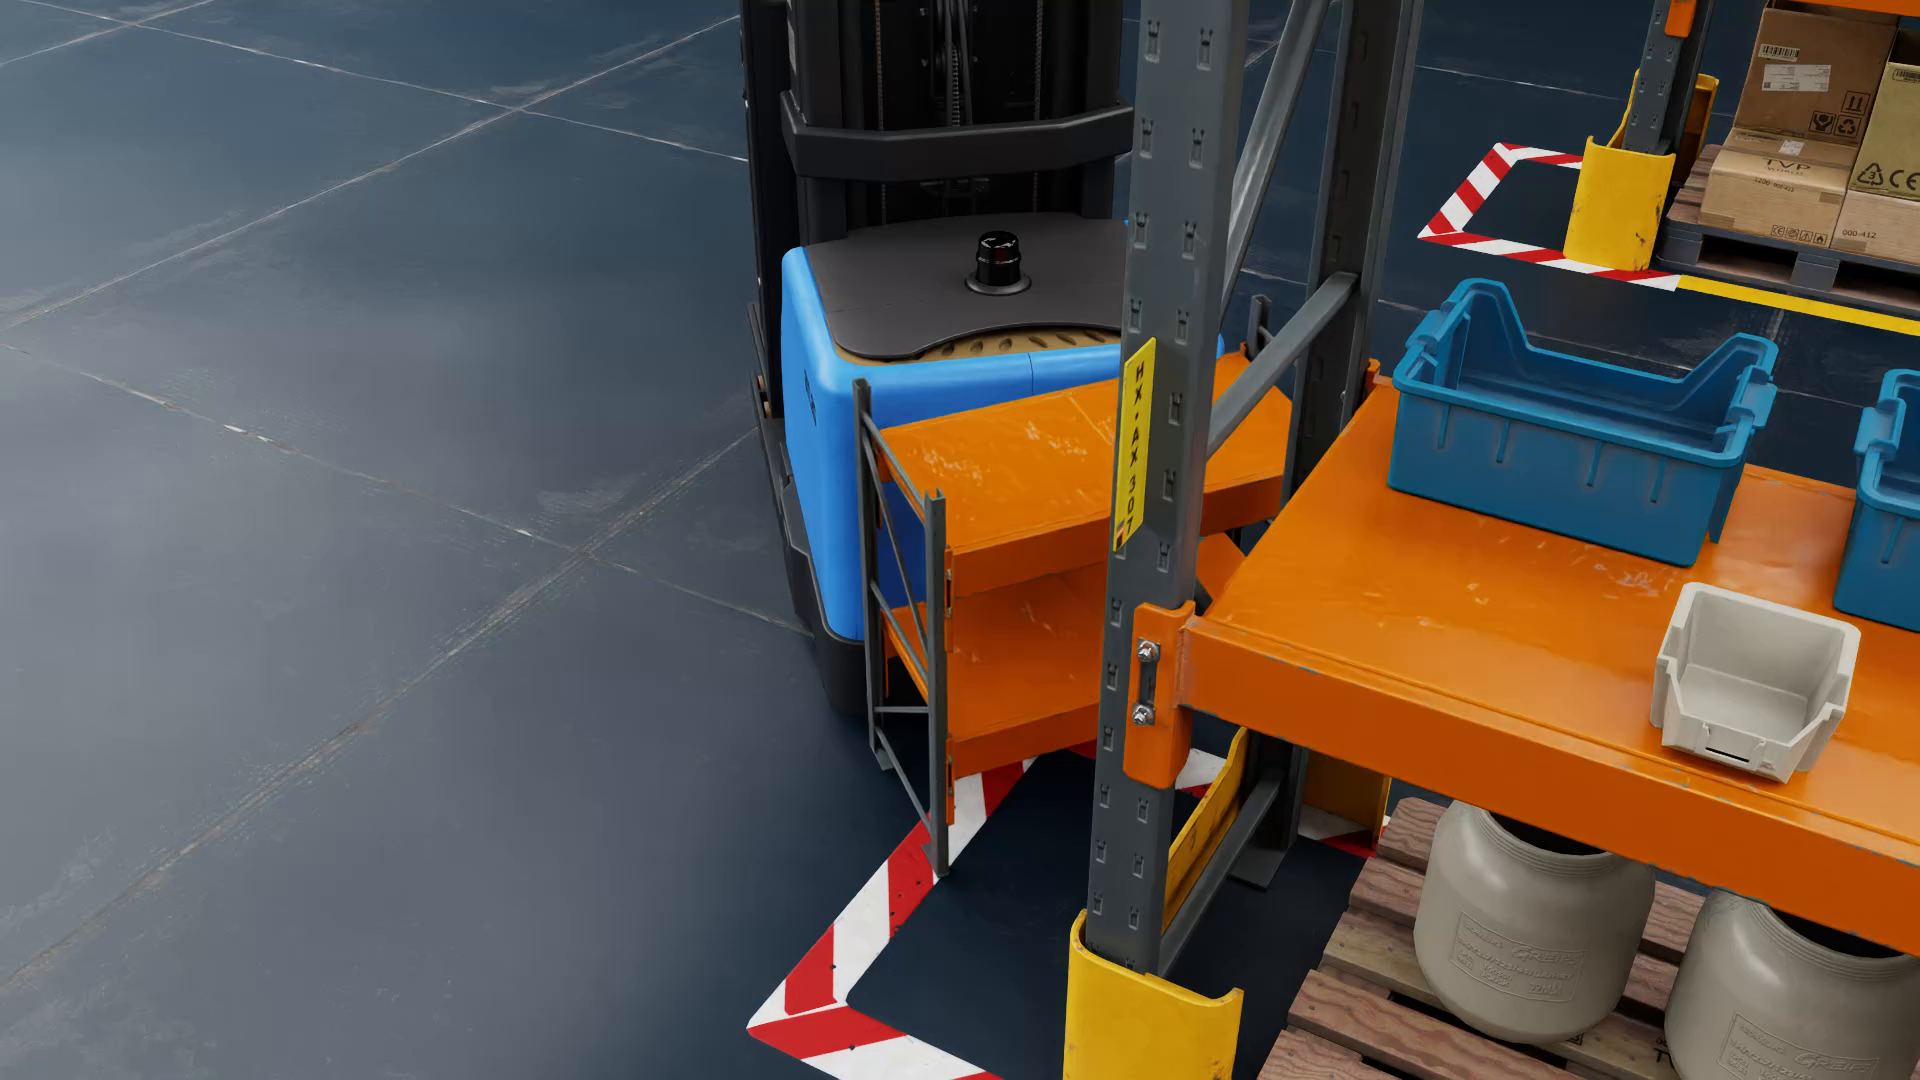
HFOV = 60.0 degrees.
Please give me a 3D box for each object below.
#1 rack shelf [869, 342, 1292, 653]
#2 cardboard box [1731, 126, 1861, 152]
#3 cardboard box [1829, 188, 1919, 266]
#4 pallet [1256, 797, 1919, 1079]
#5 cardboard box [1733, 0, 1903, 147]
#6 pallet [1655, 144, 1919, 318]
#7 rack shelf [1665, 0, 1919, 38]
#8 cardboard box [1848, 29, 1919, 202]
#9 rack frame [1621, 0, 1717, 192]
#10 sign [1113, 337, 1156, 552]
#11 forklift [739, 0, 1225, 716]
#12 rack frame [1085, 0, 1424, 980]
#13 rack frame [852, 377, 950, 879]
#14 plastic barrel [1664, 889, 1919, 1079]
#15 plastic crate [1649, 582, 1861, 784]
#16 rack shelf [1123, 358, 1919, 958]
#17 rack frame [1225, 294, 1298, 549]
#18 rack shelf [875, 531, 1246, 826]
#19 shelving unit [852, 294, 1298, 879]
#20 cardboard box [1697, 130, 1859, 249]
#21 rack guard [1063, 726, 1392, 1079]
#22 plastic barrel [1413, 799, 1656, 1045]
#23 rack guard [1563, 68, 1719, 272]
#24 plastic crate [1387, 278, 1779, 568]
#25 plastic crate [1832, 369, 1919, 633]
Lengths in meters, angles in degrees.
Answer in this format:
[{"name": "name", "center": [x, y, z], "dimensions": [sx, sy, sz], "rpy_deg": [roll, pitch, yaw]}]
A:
[{"name": "rack shelf", "center": [0.338, -0.122, 3.840], "dimensions": [1.000, 0.278, 0.538], "rpy_deg": [-14, 39, -17]}, {"name": "cardboard box", "center": [3.612, -1.696, 7.192], "dimensions": [0.500, 0.250, 0.500], "rpy_deg": [18, 37, 24]}, {"name": "cardboard box", "center": [3.791, -1.311, 6.614], "dimensions": [0.500, 0.250, 0.500], "rpy_deg": [18, 37, 24]}, {"name": "pallet", "center": [1.331, 1.097, 3.413], "dimensions": [1.213, 0.211, 1.003], "rpy_deg": [18, 37, 24]}, {"name": "cardboard box", "center": [3.613, -2.009, 6.986], "dimensions": [0.500, 0.500, 0.500], "rpy_deg": [18, 37, 24]}, {"name": "pallet", "center": [3.685, -1.320, 7.042], "dimensions": [1.213, 0.211, 1.003], "rpy_deg": [18, 37, 24]}, {"name": "rack shelf", "center": [4.736, -1.821, 5.928], "dimensions": [4.000, 0.370, 1.077], "rpy_deg": [18, 37, 24]}, {"name": "cardboard box", "center": [3.790, -1.622, 6.405], "dimensions": [0.500, 0.500, 0.500], "rpy_deg": [18, 37, 24]}, {"name": "rack frame", "center": [3.000, -2.671, 6.555], "dimensions": [0.127, 3.000, 1.000], "rpy_deg": [18, 37, 24]}, {"name": "sign", "center": [0.262, -0.140, 2.504], "dimensions": [0.005, 0.325, 0.100], "rpy_deg": [18, 37, 24]}, {"name": "forklift", "center": [-0.125, -1.562, 4.951], "dimensions": [1.130, 2.935, 3.031], "rpy_deg": [-6, 34, -10]}, {"name": "rack frame", "center": [0.539, -0.288, 2.977], "dimensions": [0.127, 3.000, 1.000], "rpy_deg": [18, 37, 24]}, {"name": "rack frame", "center": [-0.134, 0.226, 3.867], "dimensions": [0.032, 1.125, 0.500], "rpy_deg": [-14, 39, -17]}, {"name": "plastic barrel", "center": [1.583, 0.854, 3.126], "dimensions": [0.421, 0.512, 0.421], "rpy_deg": [0, 34, 0]}, {"name": "plastic crate", "center": [1.156, 0.222, 2.448], "dimensions": [0.250, 0.136, 0.298], "rpy_deg": [18, 37, 24]}, {"name": "rack shelf", "center": [2.275, 0.561, 2.350], "dimensions": [4.000, 0.370, 1.077], "rpy_deg": [18, 37, 24]}, {"name": "rack frame", "center": [0.810, -0.004, 4.166], "dimensions": [0.032, 1.125, 0.500], "rpy_deg": [-14, 39, -17]}, {"name": "rack shelf", "center": [0.339, 0.306, 4.164], "dimensions": [1.000, 0.278, 0.538], "rpy_deg": [-14, 39, -17]}, {"name": "shelving unit", "center": [0.338, 0.111, 4.017], "dimensions": [1.048, 1.125, 0.538], "rpy_deg": [-14, 39, -17]}, {"name": "cardboard box", "center": [3.355, -1.447, 6.818], "dimensions": [0.500, 0.250, 0.500], "rpy_deg": [18, 37, 24]}, {"name": "rack guard", "center": [0.628, 0.750, 3.672], "dimensions": [0.348, 0.500, 1.175], "rpy_deg": [18, 37, 24]}, {"name": "plastic barrel", "center": [1.148, 0.717, 3.333], "dimensions": [0.421, 0.512, 0.421], "rpy_deg": [0, 34, 0]}, {"name": "rack guard", "center": [2.979, -1.637, 7.257], "dimensions": [0.348, 0.500, 1.175], "rpy_deg": [18, 37, 24]}, {"name": "plastic crate", "center": [1.122, -0.233, 3.027], "dimensions": [0.616, 0.251, 0.499], "rpy_deg": [18, 37, 24]}, {"name": "plastic crate", "center": [1.683, -0.051, 2.755], "dimensions": [0.408, 0.251, 0.499], "rpy_deg": [18, 37, 24]}]
